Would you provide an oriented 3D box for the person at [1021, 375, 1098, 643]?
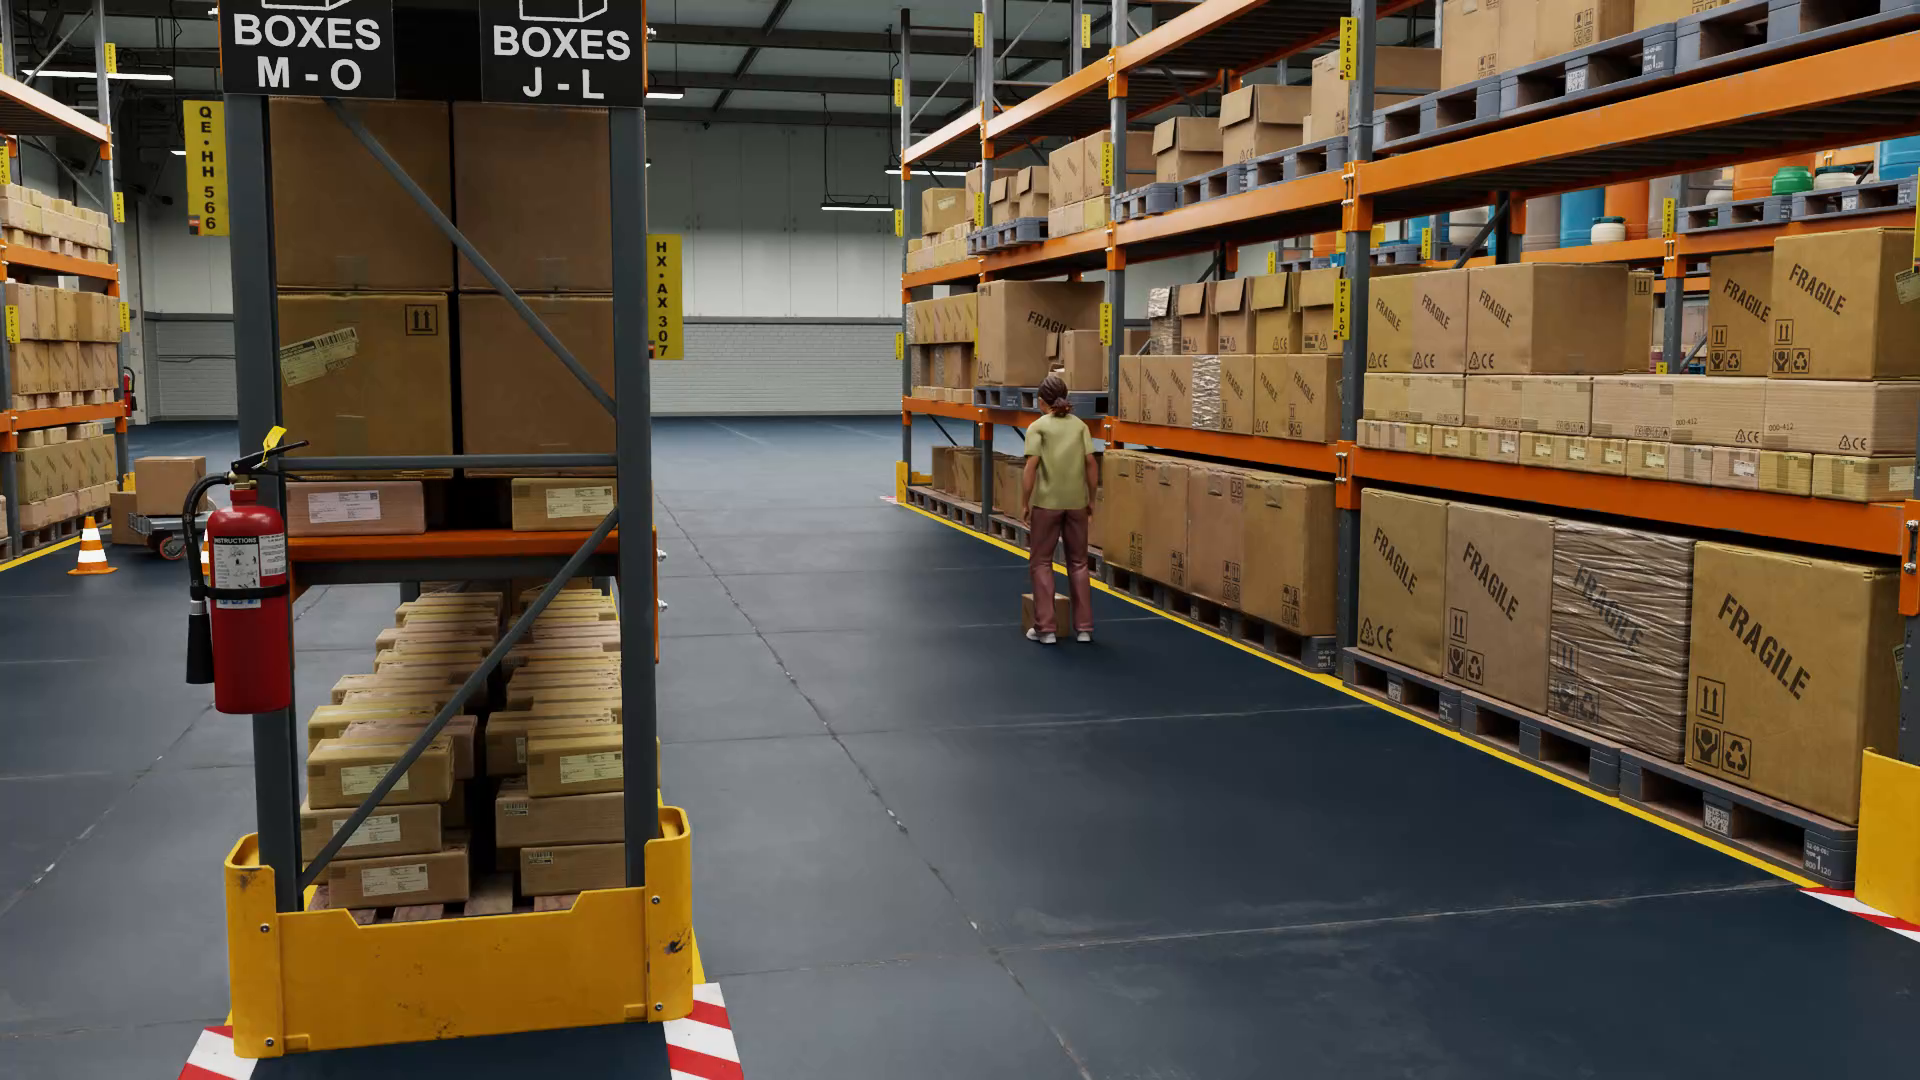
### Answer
[{"bbox_3d":[0.616,-0.193,10.424,0.518,1.671,0.362,-2,6,-17],"label":"person"}]
